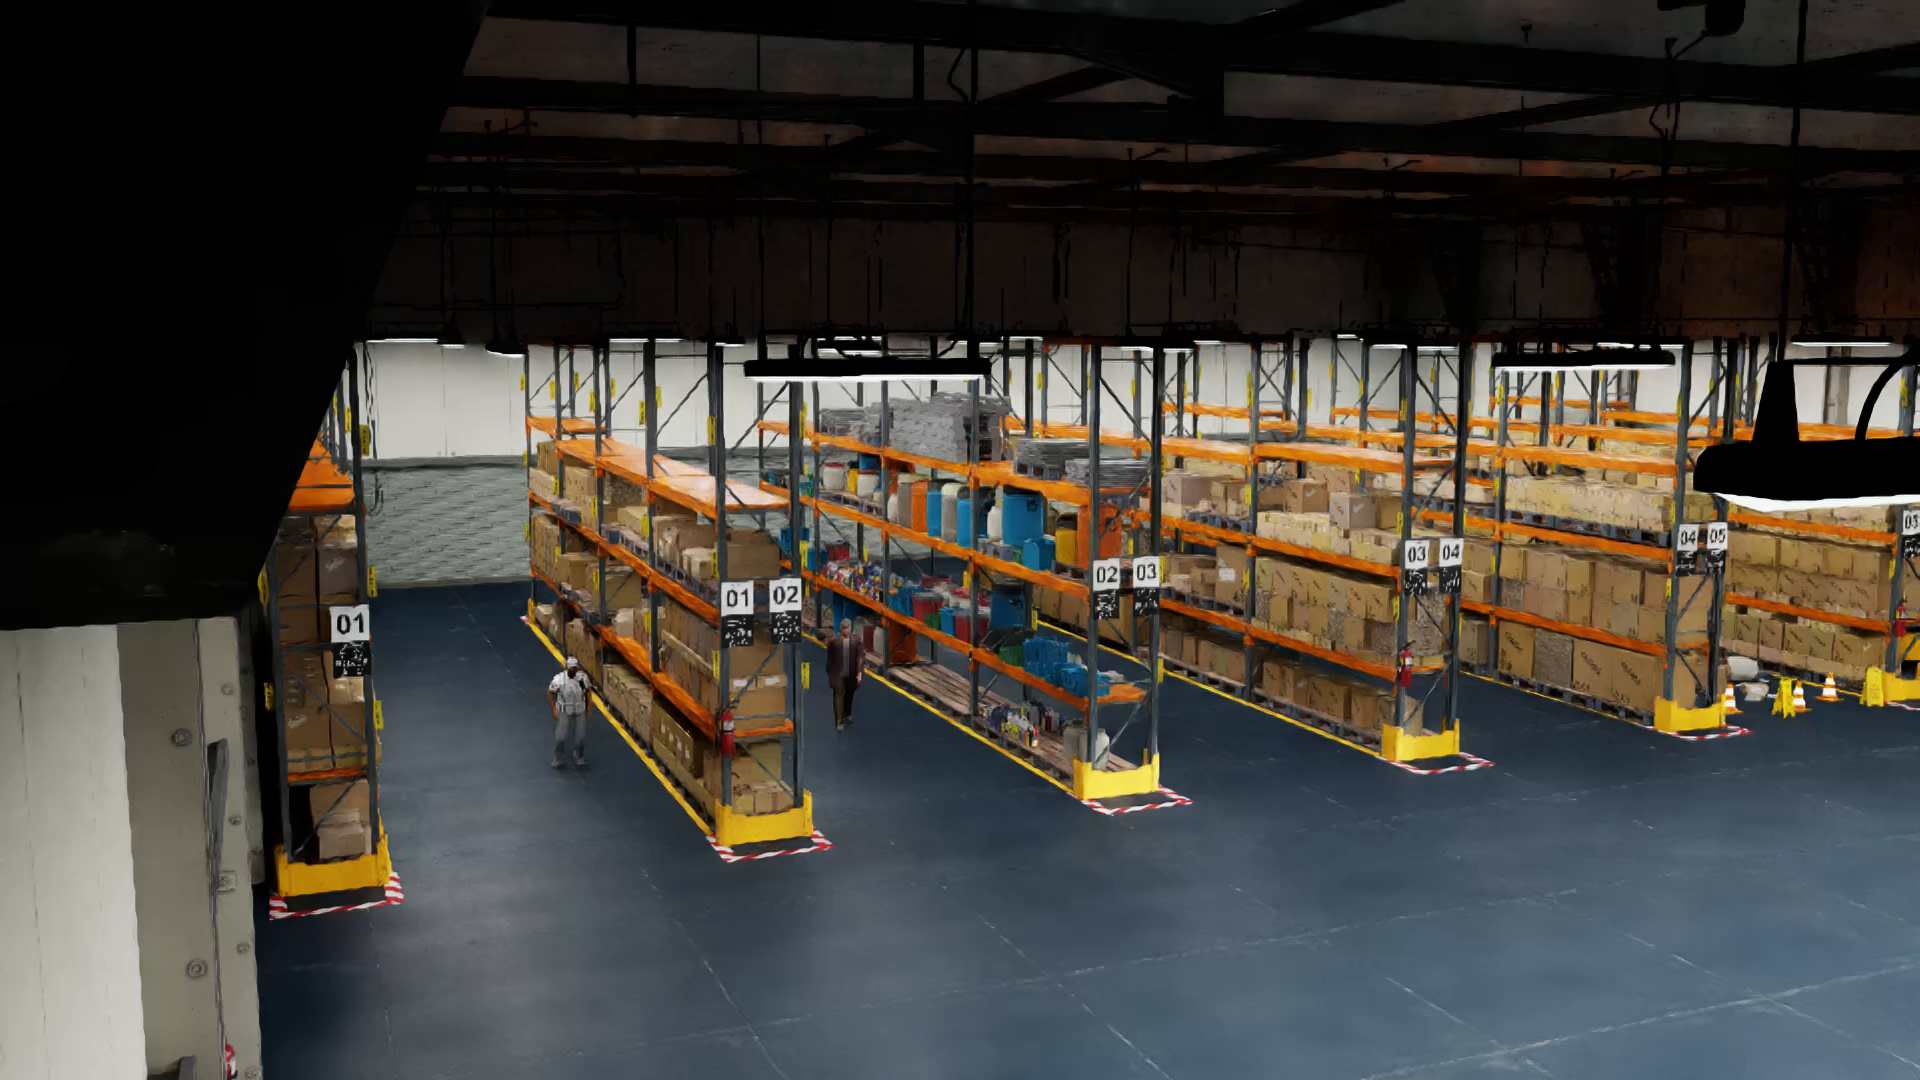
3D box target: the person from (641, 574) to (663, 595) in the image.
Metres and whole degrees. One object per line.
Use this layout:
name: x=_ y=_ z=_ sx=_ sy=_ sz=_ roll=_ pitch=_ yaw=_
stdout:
person: x=-7.154 y=0.426 z=38.227 sx=0.543 sy=1.647 sz=1.115 roll=-3 pitch=8 yaw=-20

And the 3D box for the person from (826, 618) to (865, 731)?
person: x=-1.761 y=2.052 z=25.716 sx=0.575 sy=1.714 sz=1.104 roll=-2 pitch=8 yaw=-13

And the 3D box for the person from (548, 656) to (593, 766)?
person: x=-5.505 y=2.421 z=23.543 sx=0.625 sy=1.611 sz=0.575 roll=-3 pitch=8 yaw=-24
